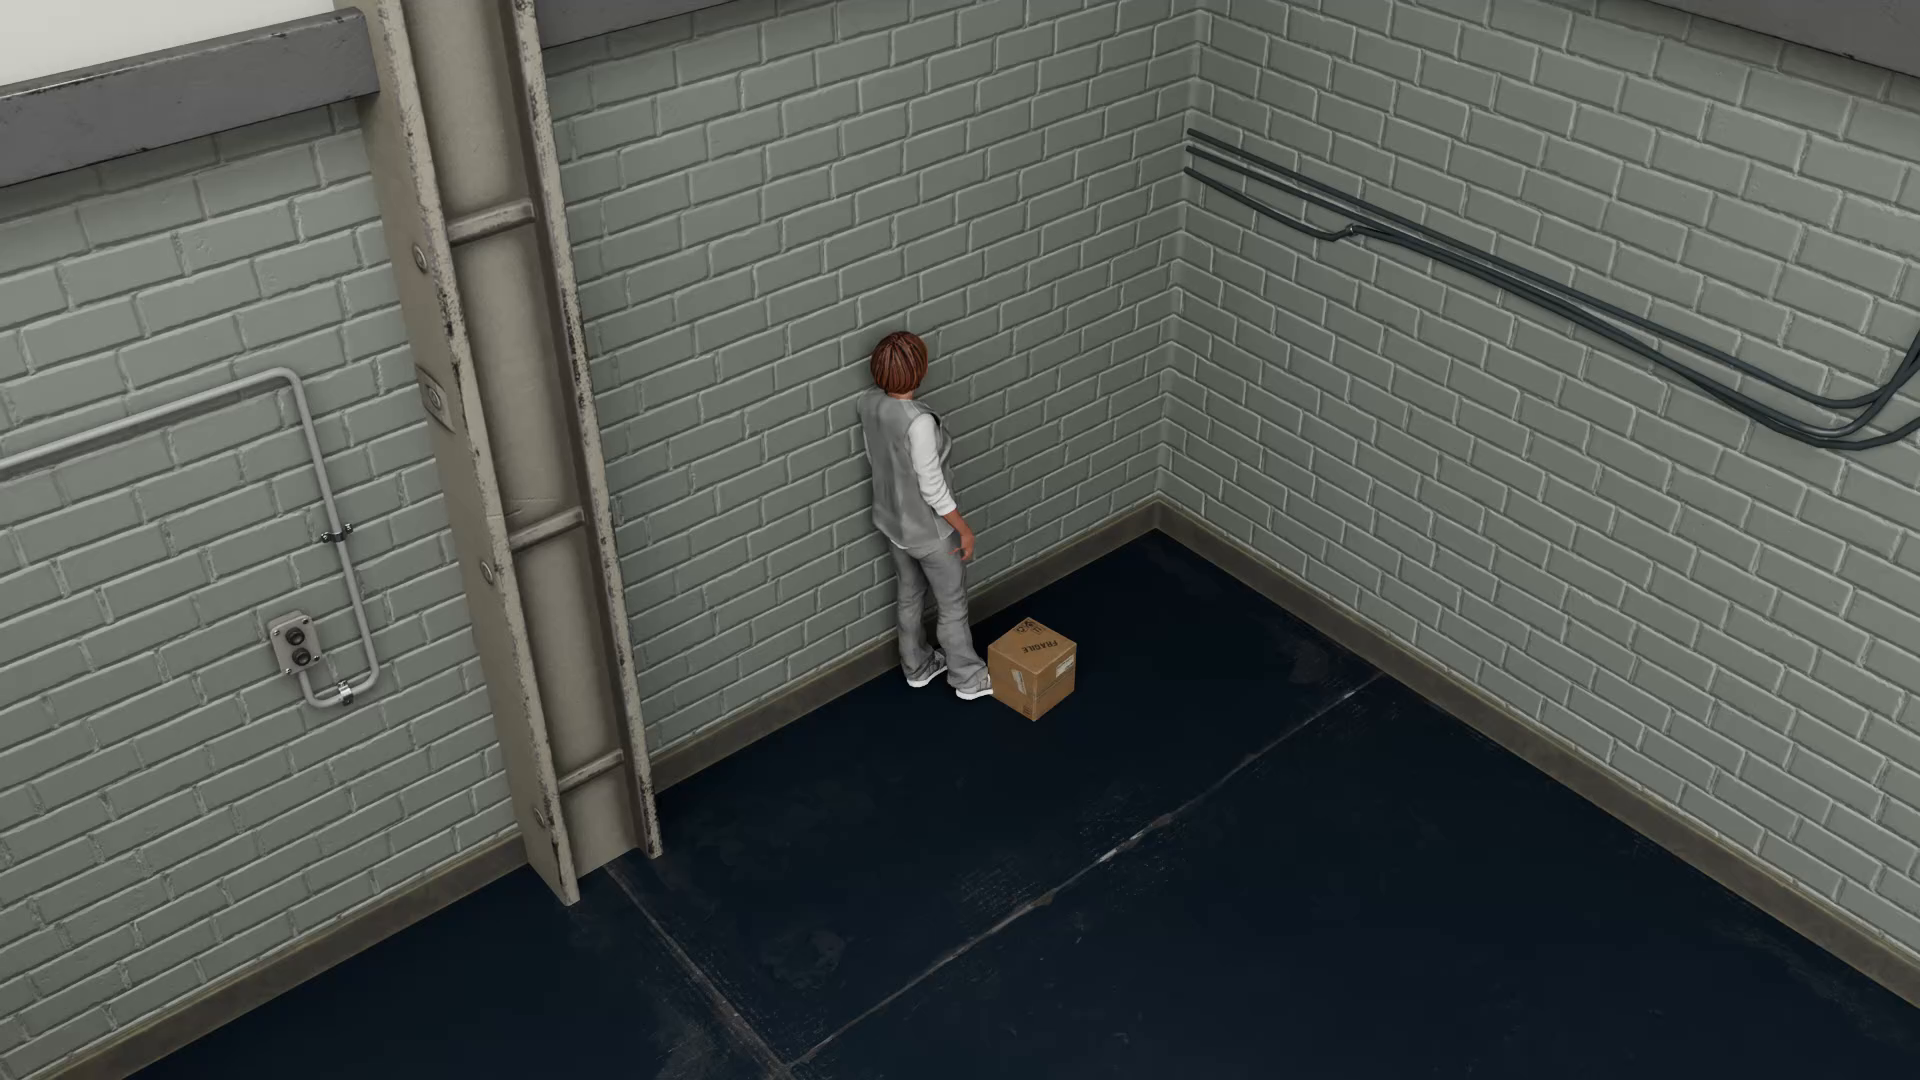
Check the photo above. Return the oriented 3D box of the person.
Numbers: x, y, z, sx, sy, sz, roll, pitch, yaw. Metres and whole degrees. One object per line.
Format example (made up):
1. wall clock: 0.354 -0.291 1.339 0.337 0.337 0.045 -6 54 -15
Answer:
1. person: -0.097 -0.093 6.267 0.475 1.597 0.520 -27 44 -31
